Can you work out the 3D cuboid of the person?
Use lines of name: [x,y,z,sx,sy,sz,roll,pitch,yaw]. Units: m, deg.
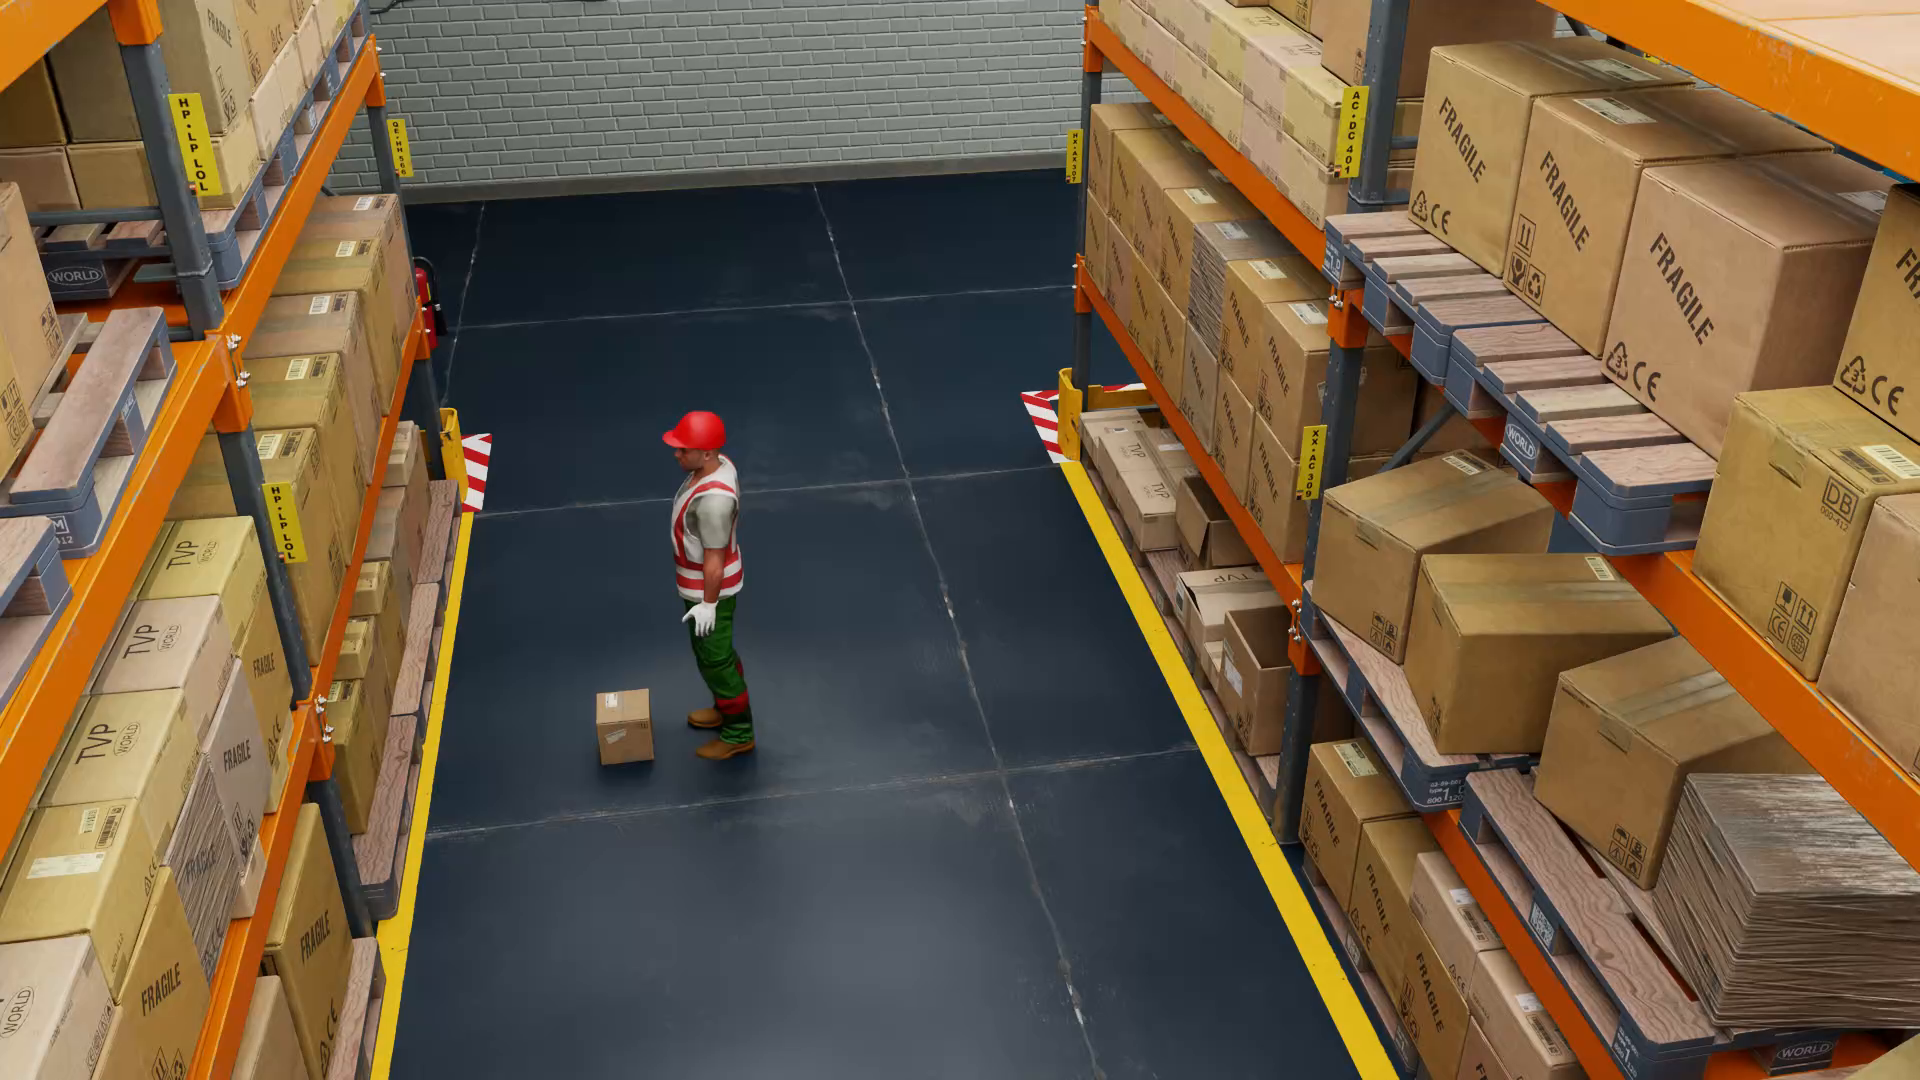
person: [-1.168,0.214,7.768,0.346,1.799,0.525,-5,31,-8]
